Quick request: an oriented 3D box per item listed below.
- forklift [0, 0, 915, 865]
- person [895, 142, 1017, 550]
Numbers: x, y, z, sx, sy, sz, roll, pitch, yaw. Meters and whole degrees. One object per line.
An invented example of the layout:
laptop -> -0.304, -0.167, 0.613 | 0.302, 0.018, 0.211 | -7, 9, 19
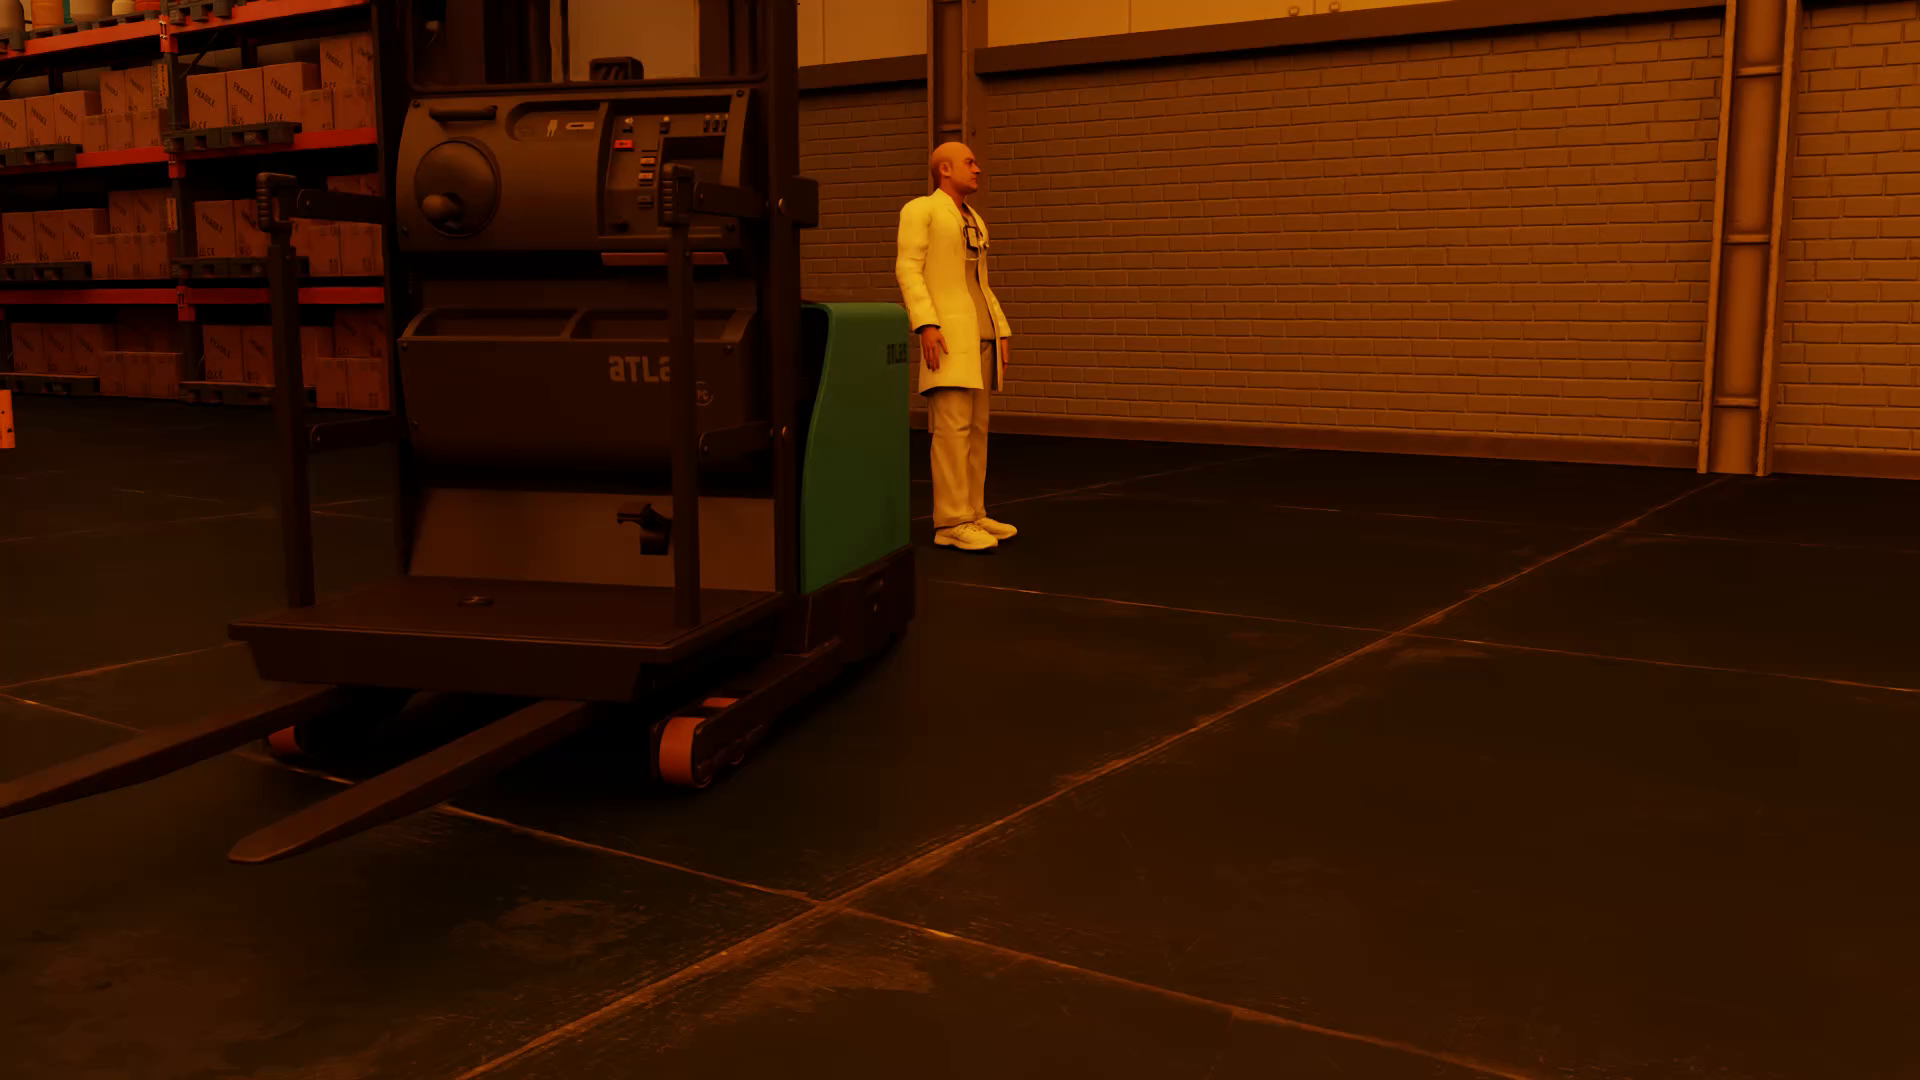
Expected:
forklift -> -1.014, -0.955, 3.909 | 1.130, 2.935, 3.031 | 2, 8, 15
person -> 0.072, -0.880, 7.424 | 0.581, 1.776, 0.696 | 5, 10, 34
